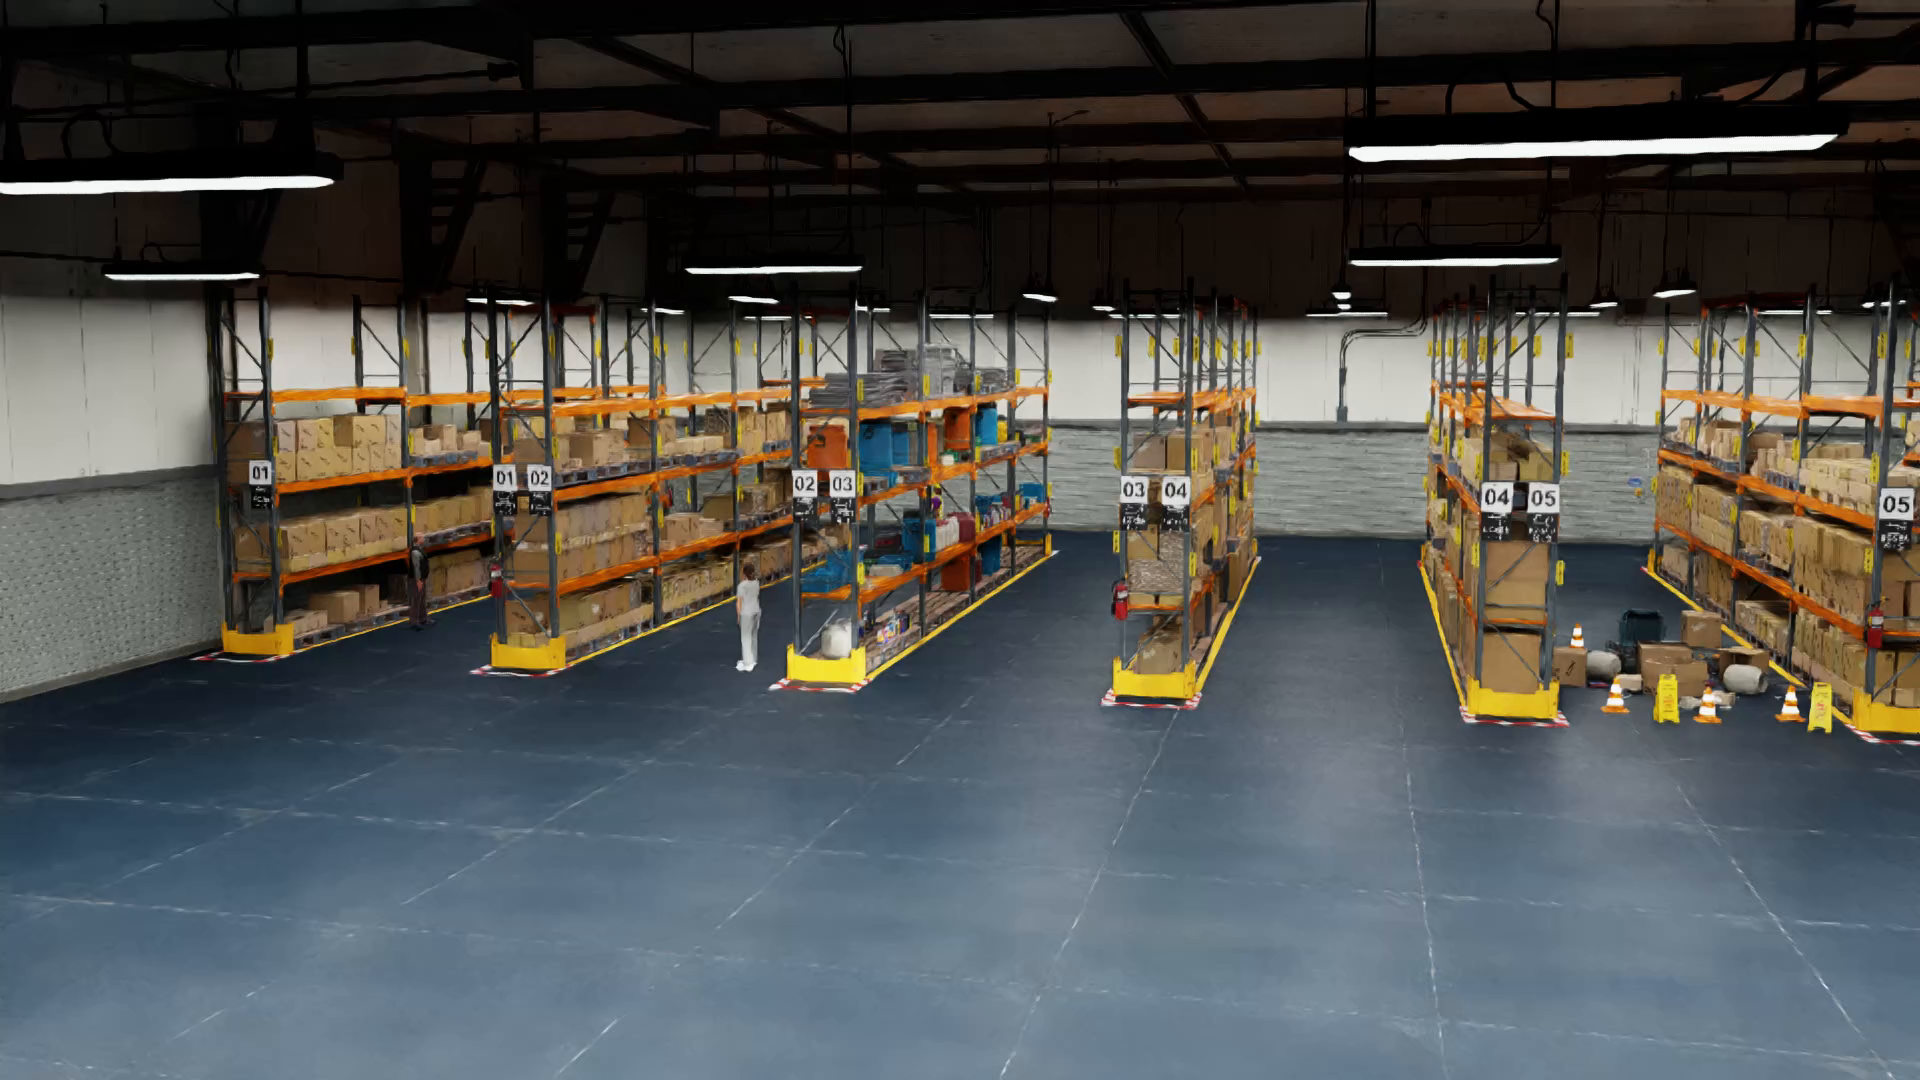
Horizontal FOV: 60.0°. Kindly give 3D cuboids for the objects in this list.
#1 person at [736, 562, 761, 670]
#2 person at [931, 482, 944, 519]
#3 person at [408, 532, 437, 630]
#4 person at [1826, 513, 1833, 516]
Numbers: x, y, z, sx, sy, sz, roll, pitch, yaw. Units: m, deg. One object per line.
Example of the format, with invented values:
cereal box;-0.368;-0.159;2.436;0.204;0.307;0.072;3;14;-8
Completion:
person;-3.341;1.174;26.022;0.482;1.674;0.486;6;9;41
person;-0.543;-0.519;40.290;0.375;1.775;0.644;0;7;0
person;-9.651;0.710;29.805;0.462;1.731;0.598;-2;7;-13
person;18.513;0.112;35.388;0.481;1.654;0.647;2;7;21
